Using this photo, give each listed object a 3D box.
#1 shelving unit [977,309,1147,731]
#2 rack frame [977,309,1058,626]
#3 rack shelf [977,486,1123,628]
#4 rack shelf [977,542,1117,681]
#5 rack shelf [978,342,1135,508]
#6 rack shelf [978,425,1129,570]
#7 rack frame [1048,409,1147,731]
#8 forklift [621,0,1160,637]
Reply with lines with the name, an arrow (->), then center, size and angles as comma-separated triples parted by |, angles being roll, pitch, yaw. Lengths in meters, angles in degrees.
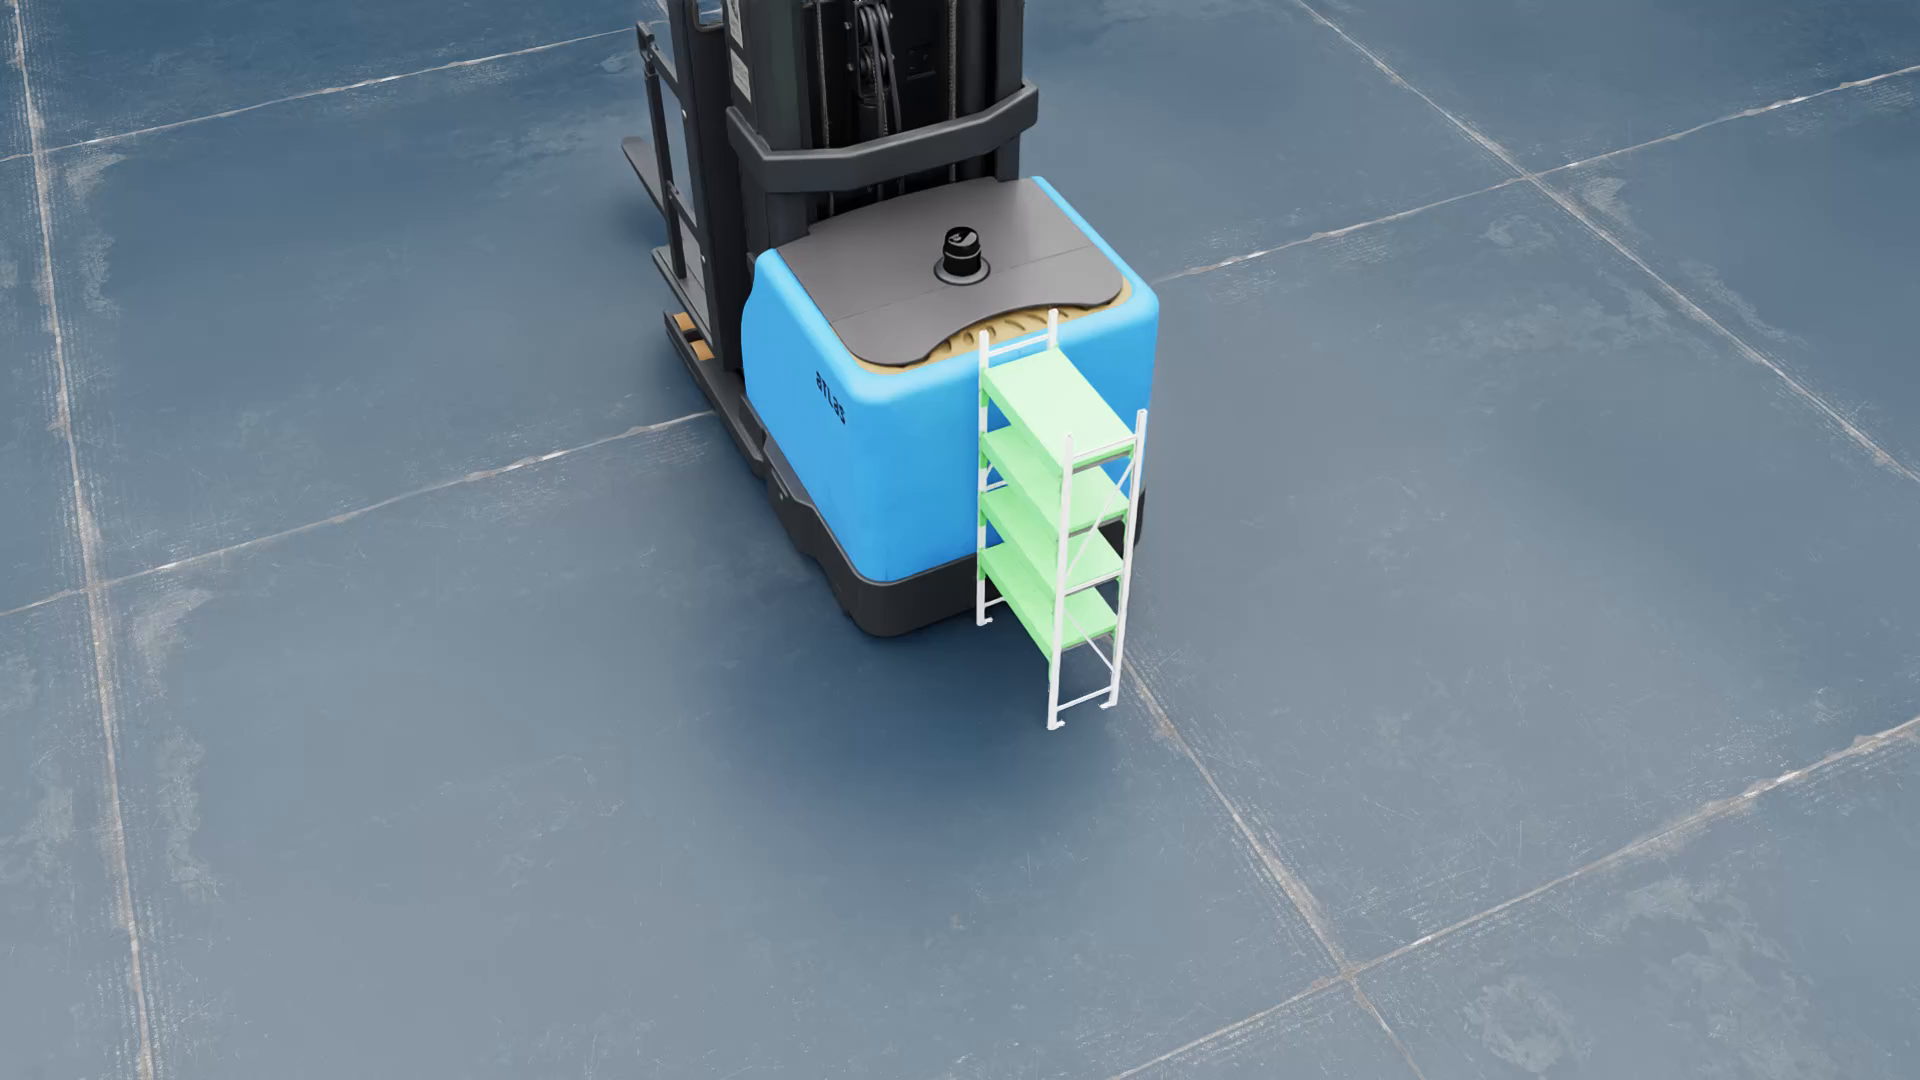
shelving unit -> 0.274, -0.031, 4.927 | 0.258, 1.200, 0.503 | -19, 48, -18
rack frame -> 0.166, -0.185, 5.083 | 0.240, 1.200, 0.015 | -19, 48, -18
rack shelf -> 0.274, 0.014, 4.972 | 0.258, 0.148, 0.480 | -19, 48, -18
rack shelf -> 0.274, 0.185, 5.141 | 0.258, 0.148, 0.480 | -19, 48, -18
rack shelf -> 0.274, -0.327, 4.635 | 0.258, 0.148, 0.480 | -19, 48, -18
rack shelf -> 0.274, -0.157, 4.804 | 0.258, 0.148, 0.480 | -19, 48, -18
rack frame -> 0.383, 0.122, 4.772 | 0.240, 1.200, 0.015 | -19, 48, -18
forklift -> -0.490, -1.772, 5.459 | 1.130, 2.935, 3.031 | -19, 48, -18
